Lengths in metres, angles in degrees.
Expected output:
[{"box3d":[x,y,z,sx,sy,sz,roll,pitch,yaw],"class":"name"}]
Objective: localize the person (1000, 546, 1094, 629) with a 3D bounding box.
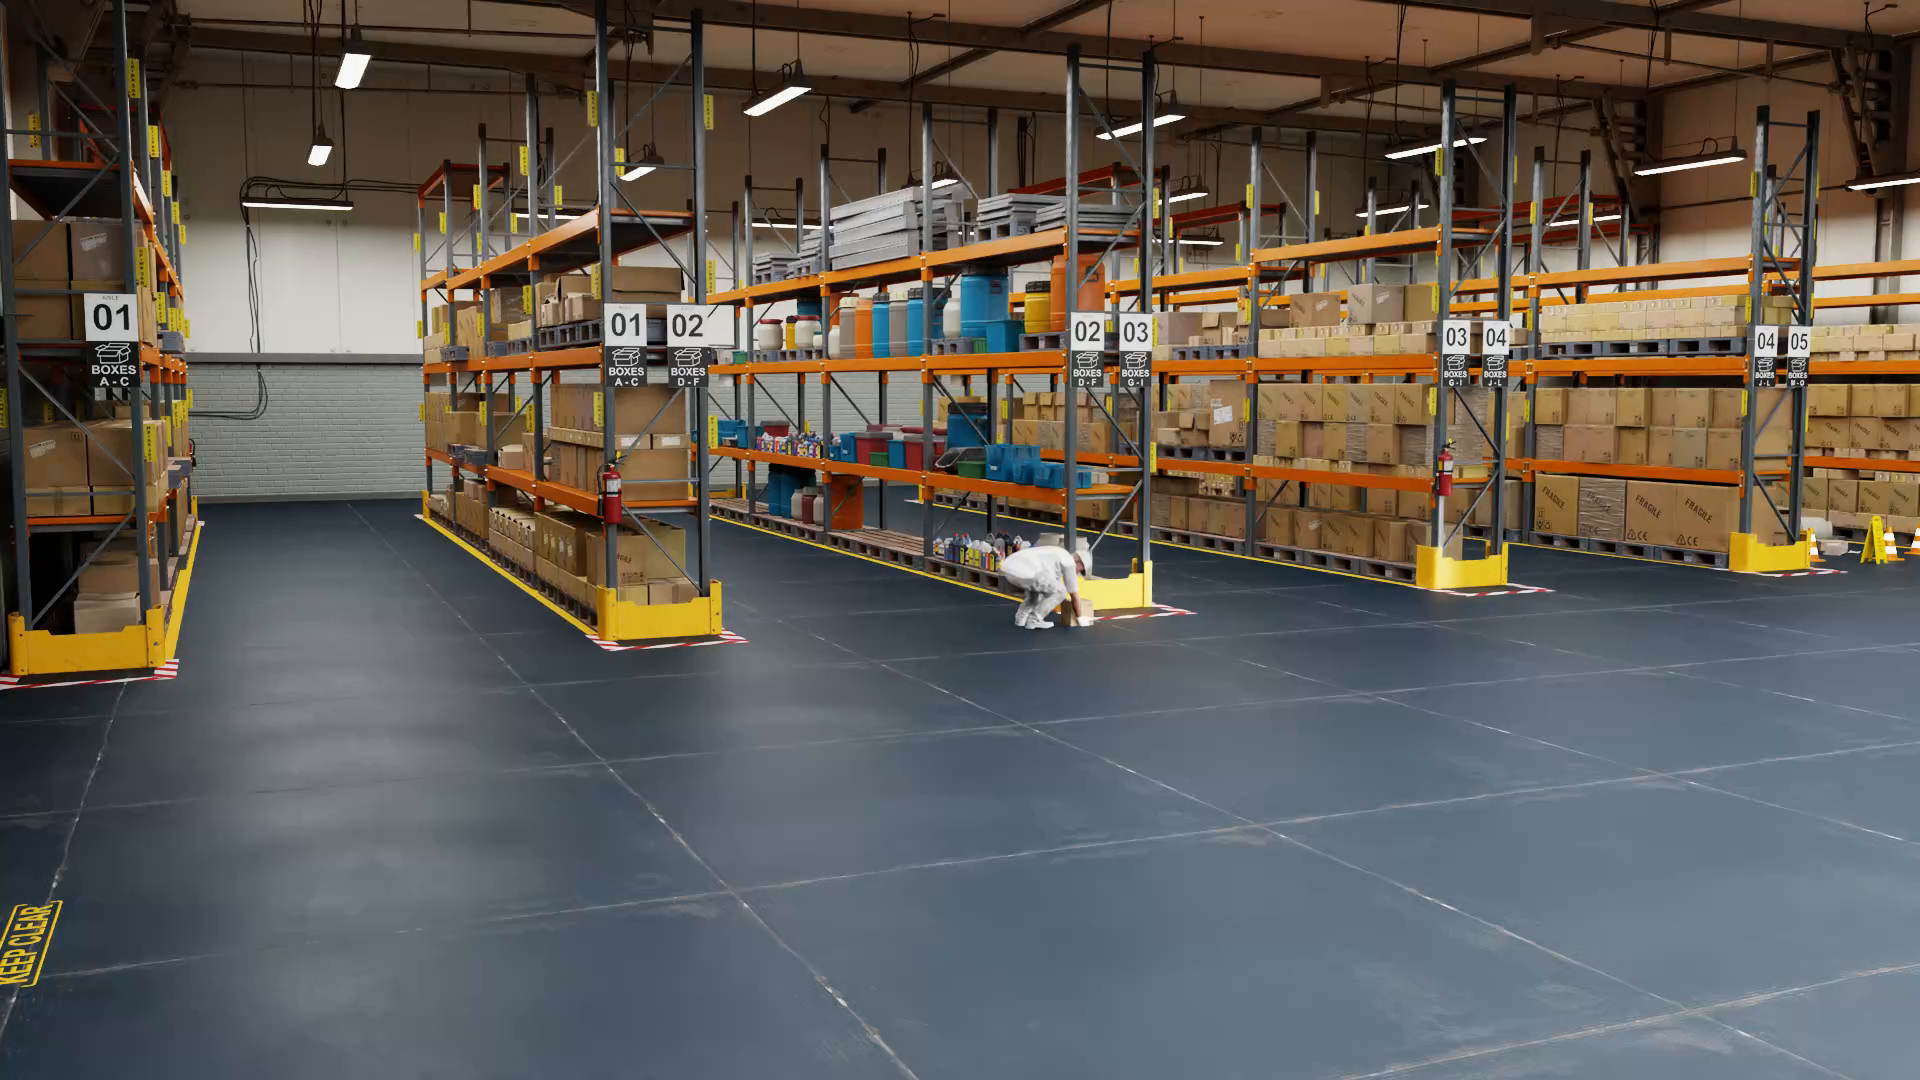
[{"box3d":[0.887,0.479,16.829,0.989,0.830,0.550,-2,6,-23],"class":"person"}]
